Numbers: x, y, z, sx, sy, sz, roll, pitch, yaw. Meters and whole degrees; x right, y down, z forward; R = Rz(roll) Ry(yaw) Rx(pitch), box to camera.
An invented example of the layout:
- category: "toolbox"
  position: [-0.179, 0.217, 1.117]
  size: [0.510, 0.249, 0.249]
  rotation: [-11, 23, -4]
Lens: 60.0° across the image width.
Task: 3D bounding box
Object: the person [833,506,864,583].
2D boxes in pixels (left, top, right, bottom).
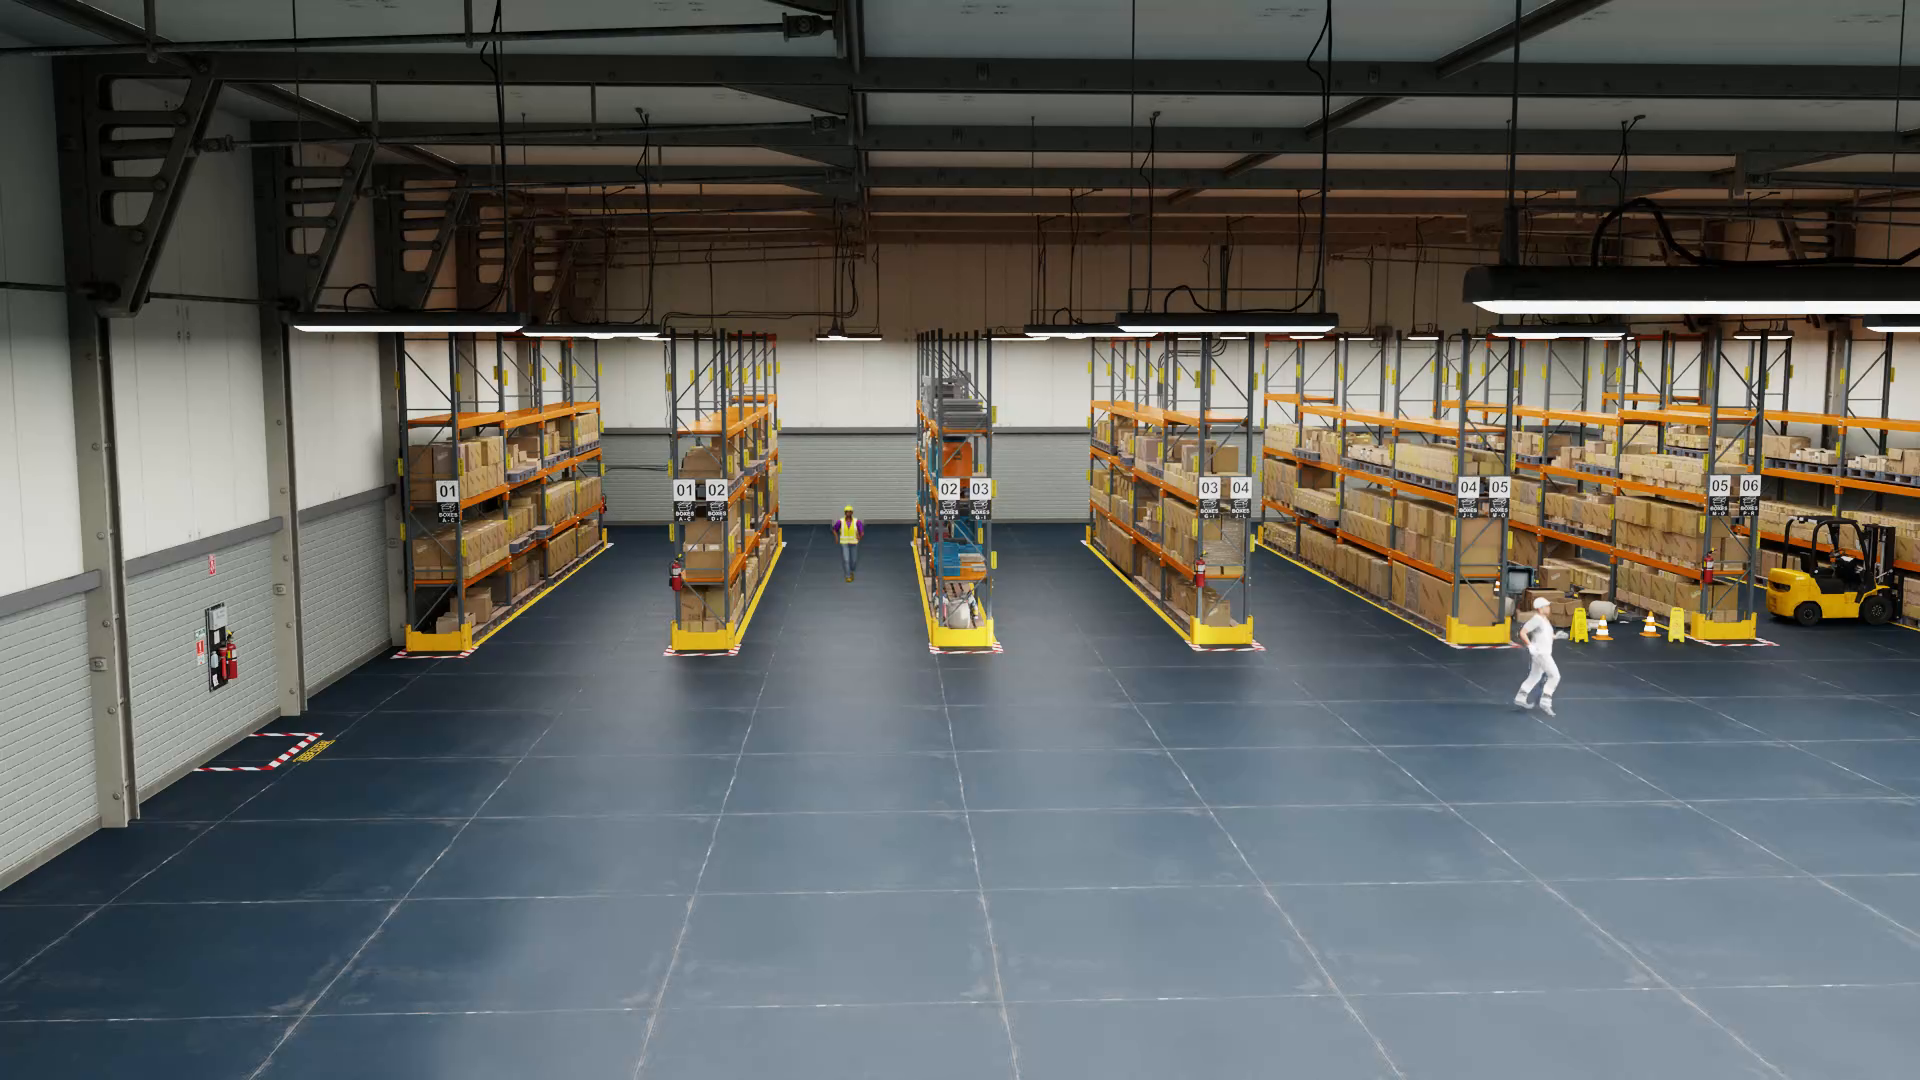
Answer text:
- category: "person"
  position: [-2.550, 0.091, 38.052]
  size: [0.707, 1.738, 0.687]
  rotation: [-1, 7, -9]

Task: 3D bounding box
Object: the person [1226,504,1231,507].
- category: "person"
  position: [7.472, -0.632, 46.720]
  size: [0.748, 1.717, 0.585]
  rotation: [0, 7, 1]

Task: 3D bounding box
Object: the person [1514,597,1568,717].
- category: "person"
  position: [9.001, 1.806, 25.752]
  size: [0.763, 1.838, 0.641]
  rotation: [3, 7, 23]
